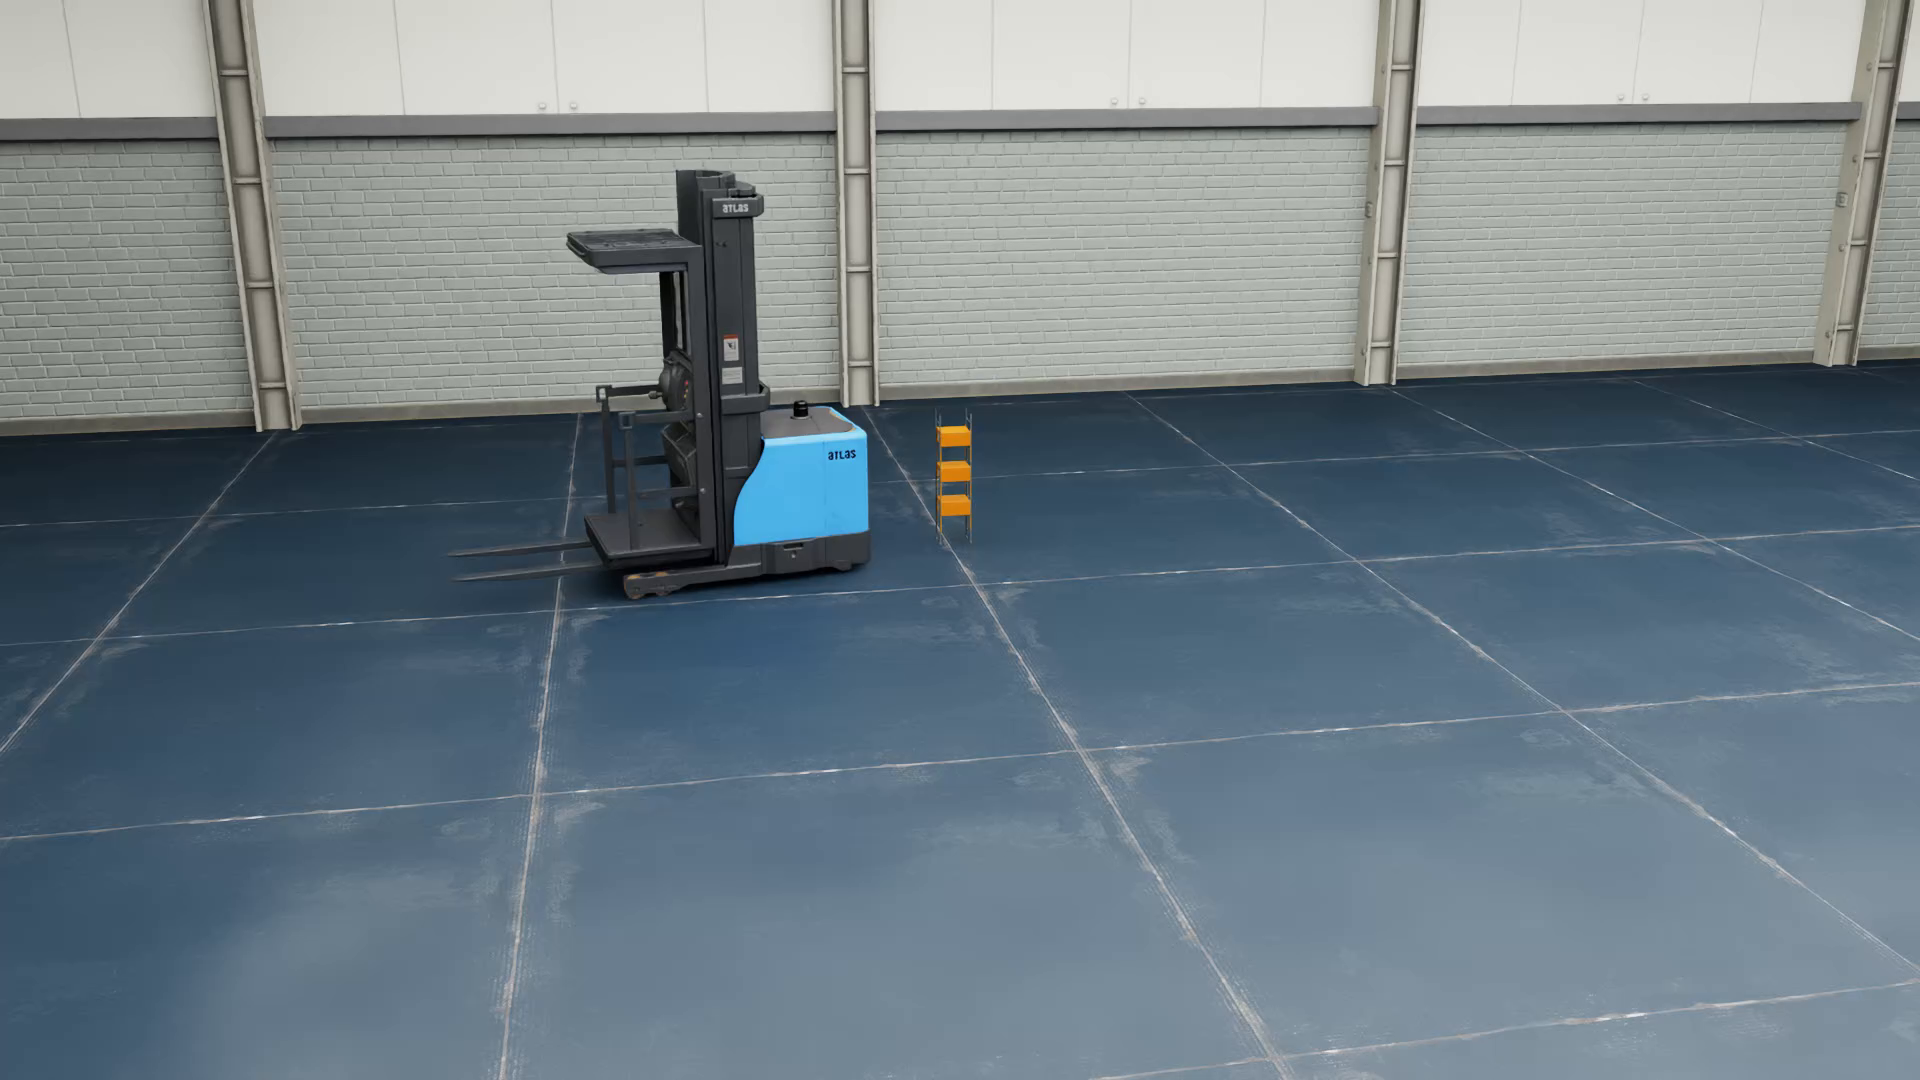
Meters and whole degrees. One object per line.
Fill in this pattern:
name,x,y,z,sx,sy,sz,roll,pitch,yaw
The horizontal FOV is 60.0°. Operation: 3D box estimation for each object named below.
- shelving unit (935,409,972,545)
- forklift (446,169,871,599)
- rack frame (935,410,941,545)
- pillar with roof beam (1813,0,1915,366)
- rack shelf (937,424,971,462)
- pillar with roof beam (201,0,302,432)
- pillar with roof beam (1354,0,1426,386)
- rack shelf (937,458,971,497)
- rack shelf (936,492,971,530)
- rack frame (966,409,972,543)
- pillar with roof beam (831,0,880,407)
shelving unit,-0.053,-0.499,13.148,0.252,1.050,0.215,-3,17,-10
forklift,-2.246,-1.155,12.081,3.031,2.935,1.130,-6,18,-20
rack frame,-0.172,-0.492,13.126,0.008,1.050,0.200,-3,17,-10
pillar with roof beam,11.504,-5.220,14.979,0.400,9.000,9.100,-3,17,-10
rack shelf,-0.053,-0.760,13.068,0.240,0.259,0.215,-3,17,-10
pillar with roof beam,-6.169,-4.217,11.715,0.400,9.000,9.100,-3,17,-10
pillar with roof beam,5.613,-4.885,13.891,0.400,9.000,9.100,-3,17,-10
rack shelf,-0.053,-0.489,13.151,0.240,0.259,0.215,-3,17,-10
rack shelf,-0.053,-0.223,13.233,0.240,0.259,0.215,-3,17,-10
rack frame,0.067,-0.506,13.170,0.008,1.050,0.200,-3,17,-10
pillar with roof beam,-0.278,-4.551,12.803,0.400,9.000,9.100,-3,17,-10
